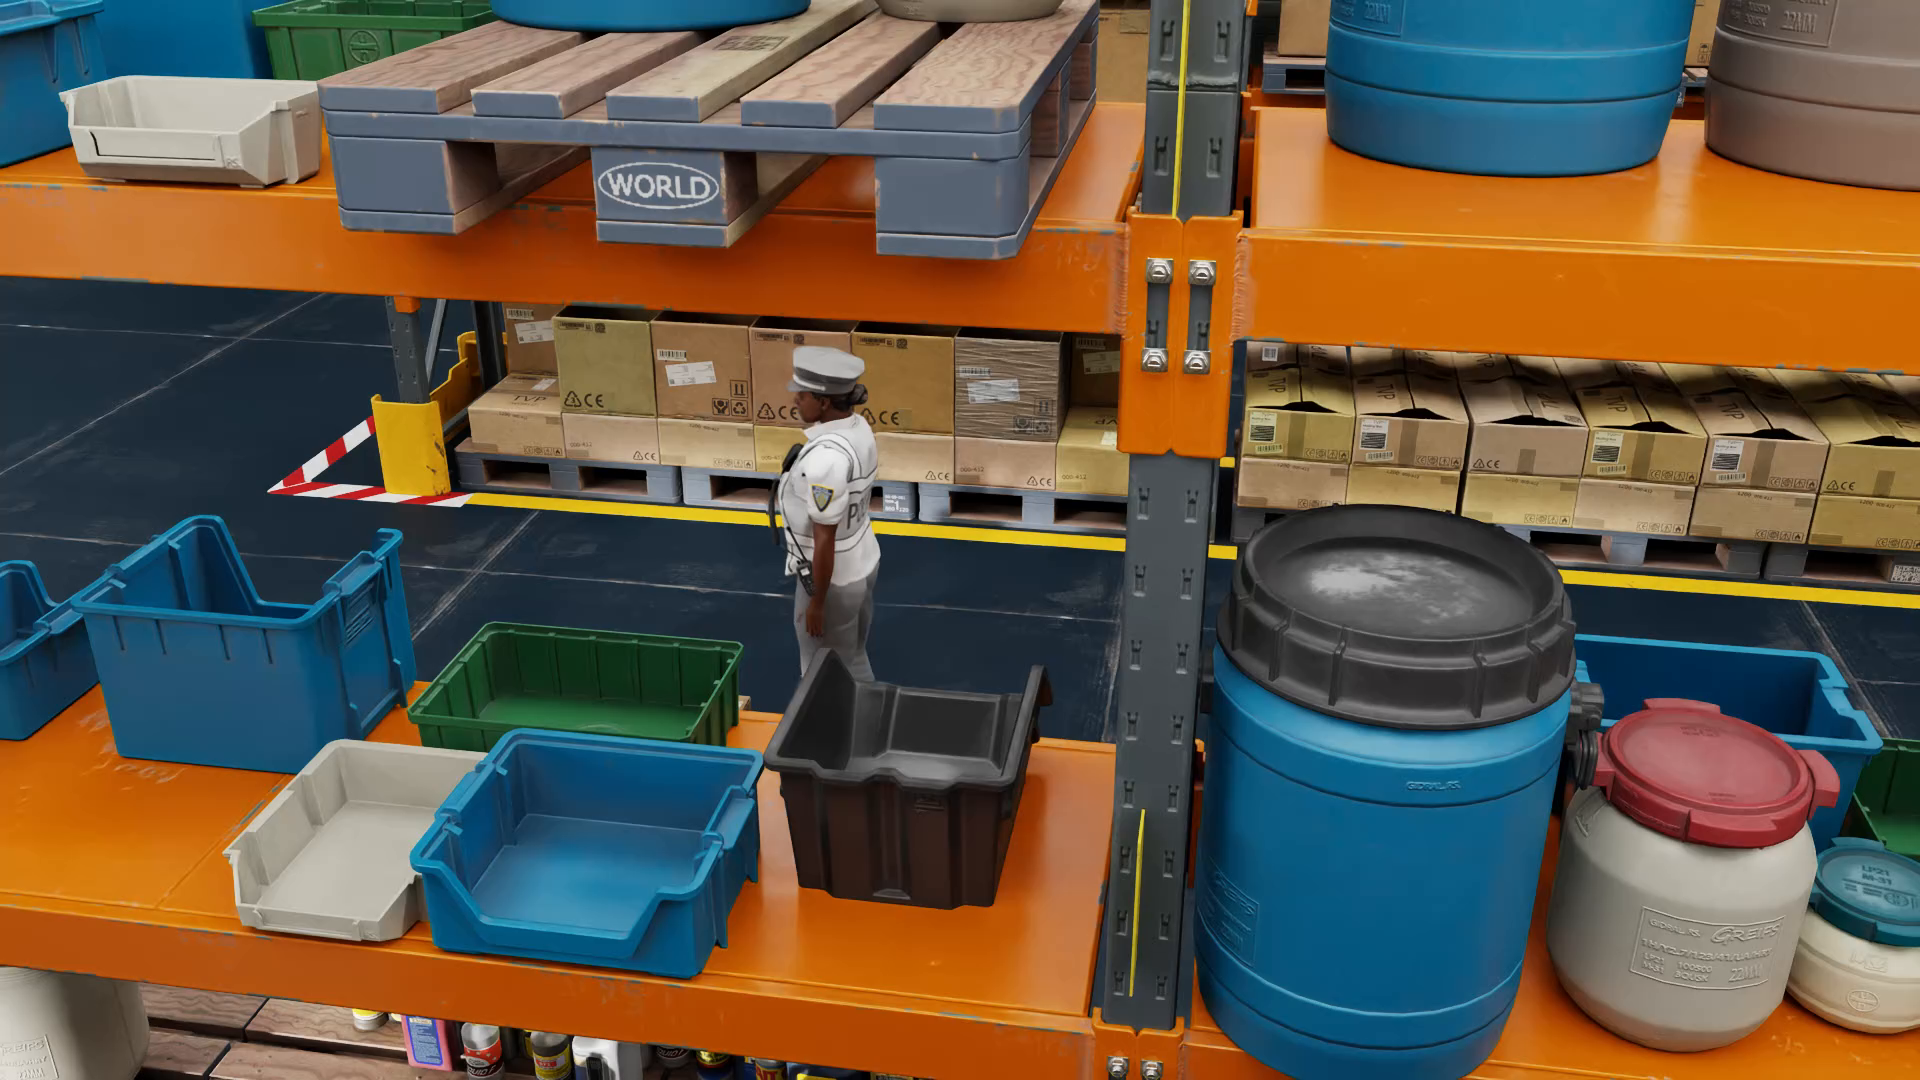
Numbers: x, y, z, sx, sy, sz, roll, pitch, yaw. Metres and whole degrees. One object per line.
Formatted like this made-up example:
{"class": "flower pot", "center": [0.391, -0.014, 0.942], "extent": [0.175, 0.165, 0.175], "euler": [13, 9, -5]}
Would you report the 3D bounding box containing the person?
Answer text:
{"class": "person", "center": [-0.513, 0.268, 5.842], "extent": [0.690, 1.414, 0.495], "euler": [4, 25, 9]}
